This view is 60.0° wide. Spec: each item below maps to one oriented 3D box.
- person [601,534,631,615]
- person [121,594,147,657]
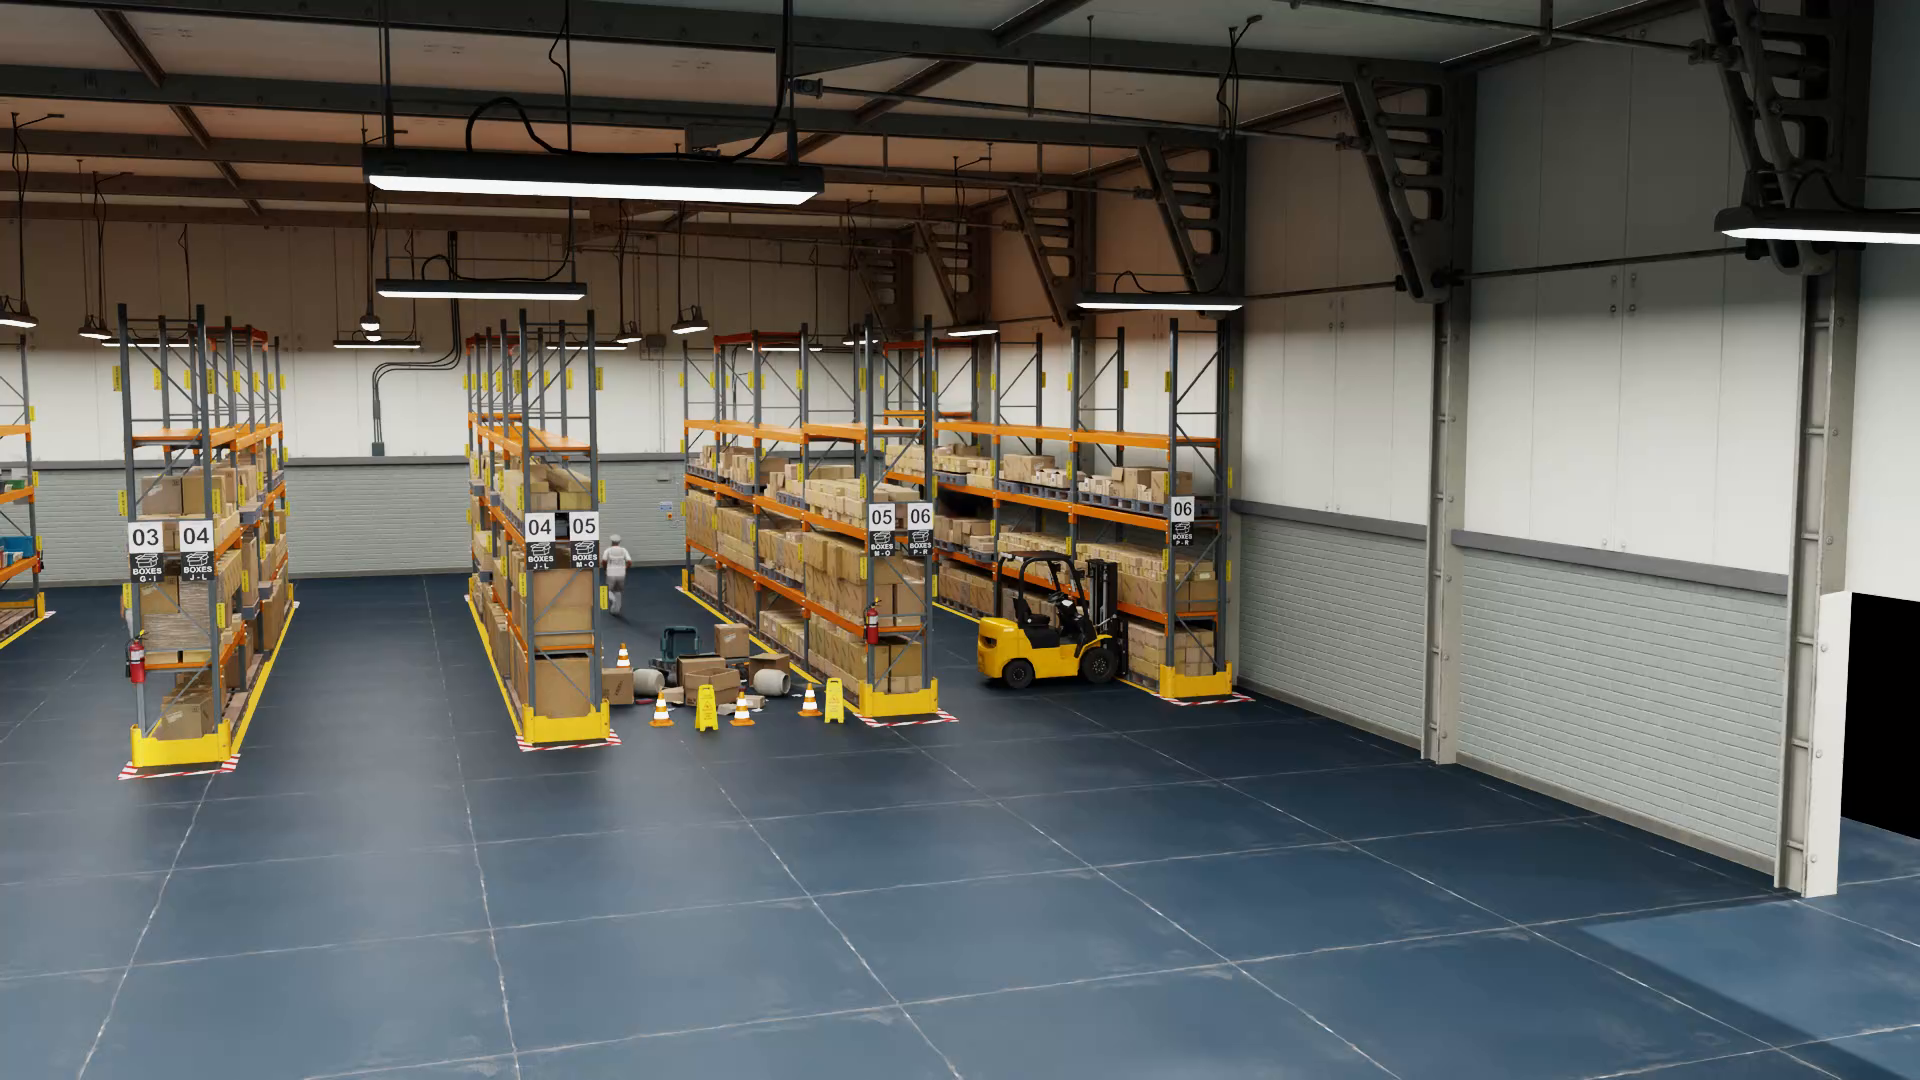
[{"bbox_3d":[-7.394,0.747,35.733,0.648,1.737,0.596,-2,6,-24],"label":"person"},{"bbox_3d":[-14.270,1.445,28.972,0.627,1.713,0.849,-2,6,-21],"label":"person"}]
